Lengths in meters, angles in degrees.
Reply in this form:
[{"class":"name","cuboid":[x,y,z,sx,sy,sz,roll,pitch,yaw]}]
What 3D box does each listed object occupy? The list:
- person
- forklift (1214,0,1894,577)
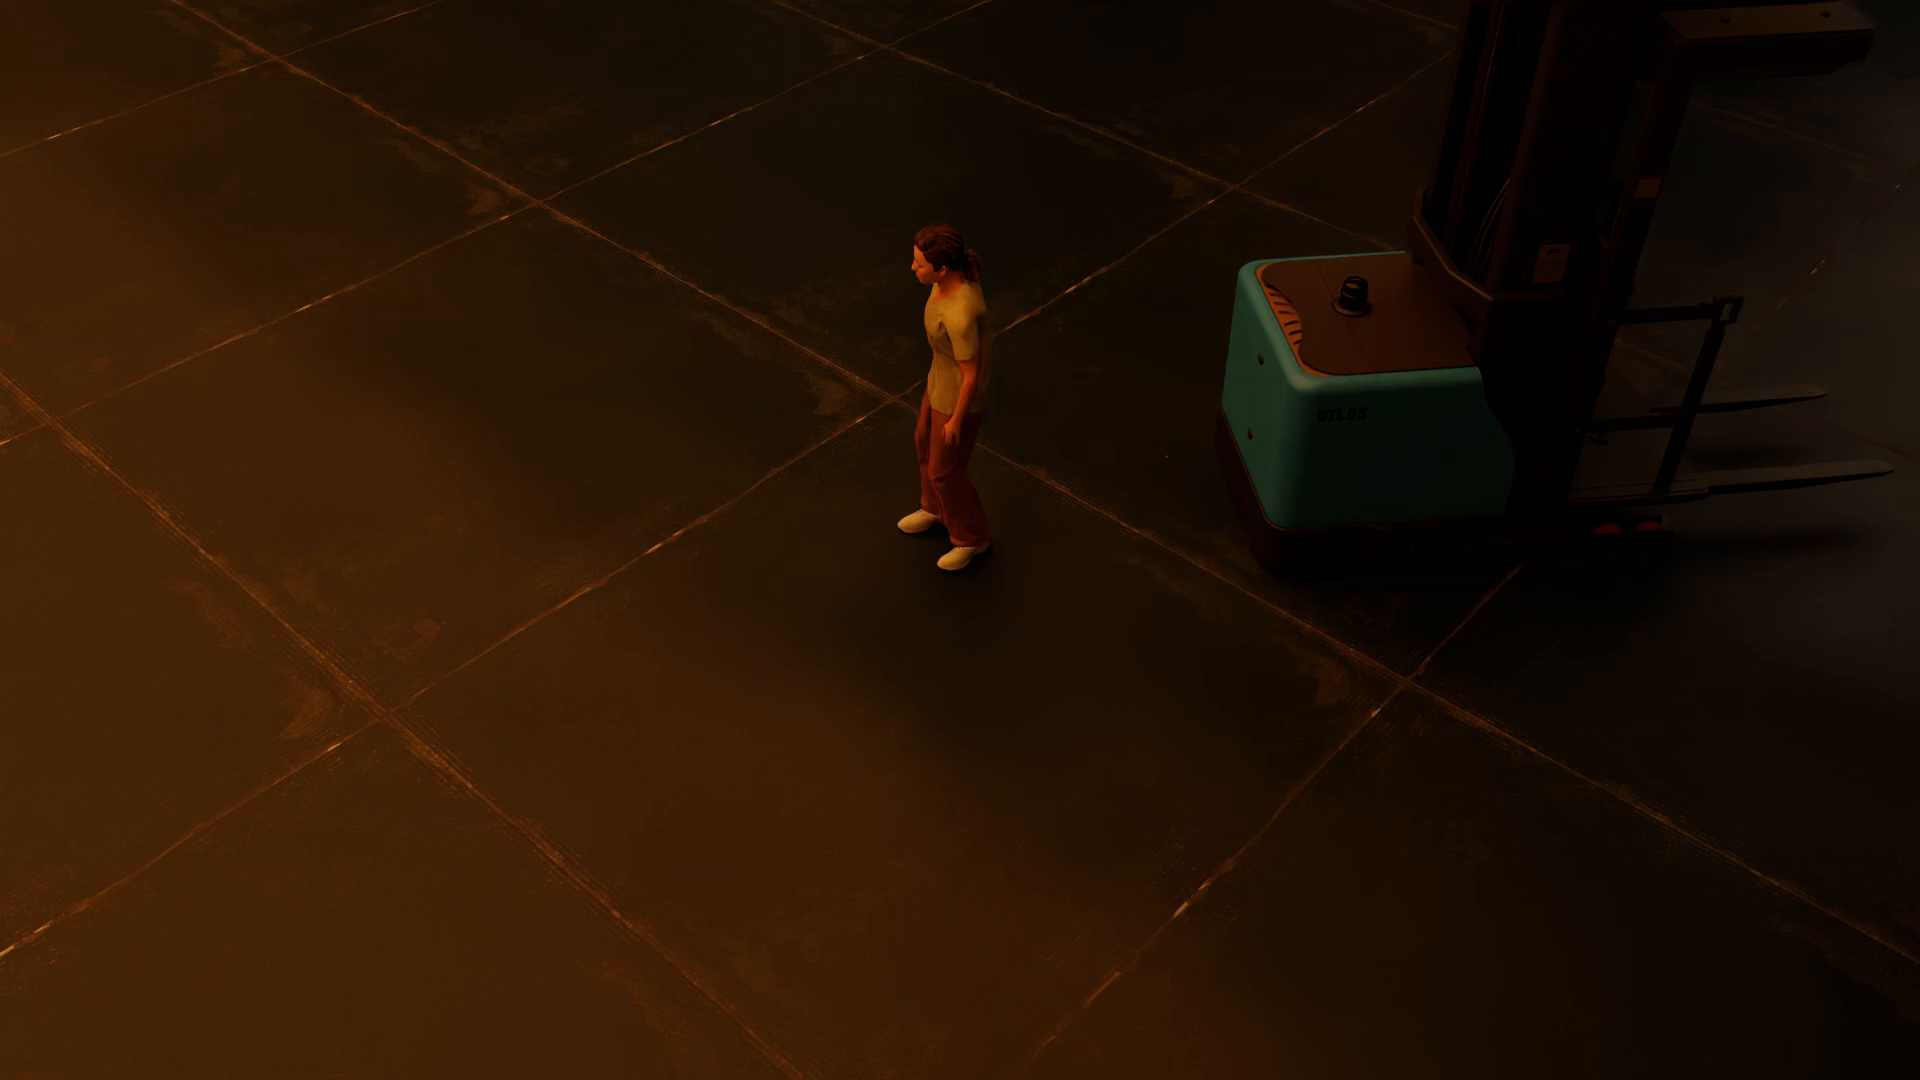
[{"class":"person","cuboid":[-0.024,-0.548,7.183,0.334,1.371,0.494,-4,41,-4]},{"class":"forklift","cuboid":[2.793,-1.364,7.018,3.031,2.935,1.130,-5,41,-5]}]
